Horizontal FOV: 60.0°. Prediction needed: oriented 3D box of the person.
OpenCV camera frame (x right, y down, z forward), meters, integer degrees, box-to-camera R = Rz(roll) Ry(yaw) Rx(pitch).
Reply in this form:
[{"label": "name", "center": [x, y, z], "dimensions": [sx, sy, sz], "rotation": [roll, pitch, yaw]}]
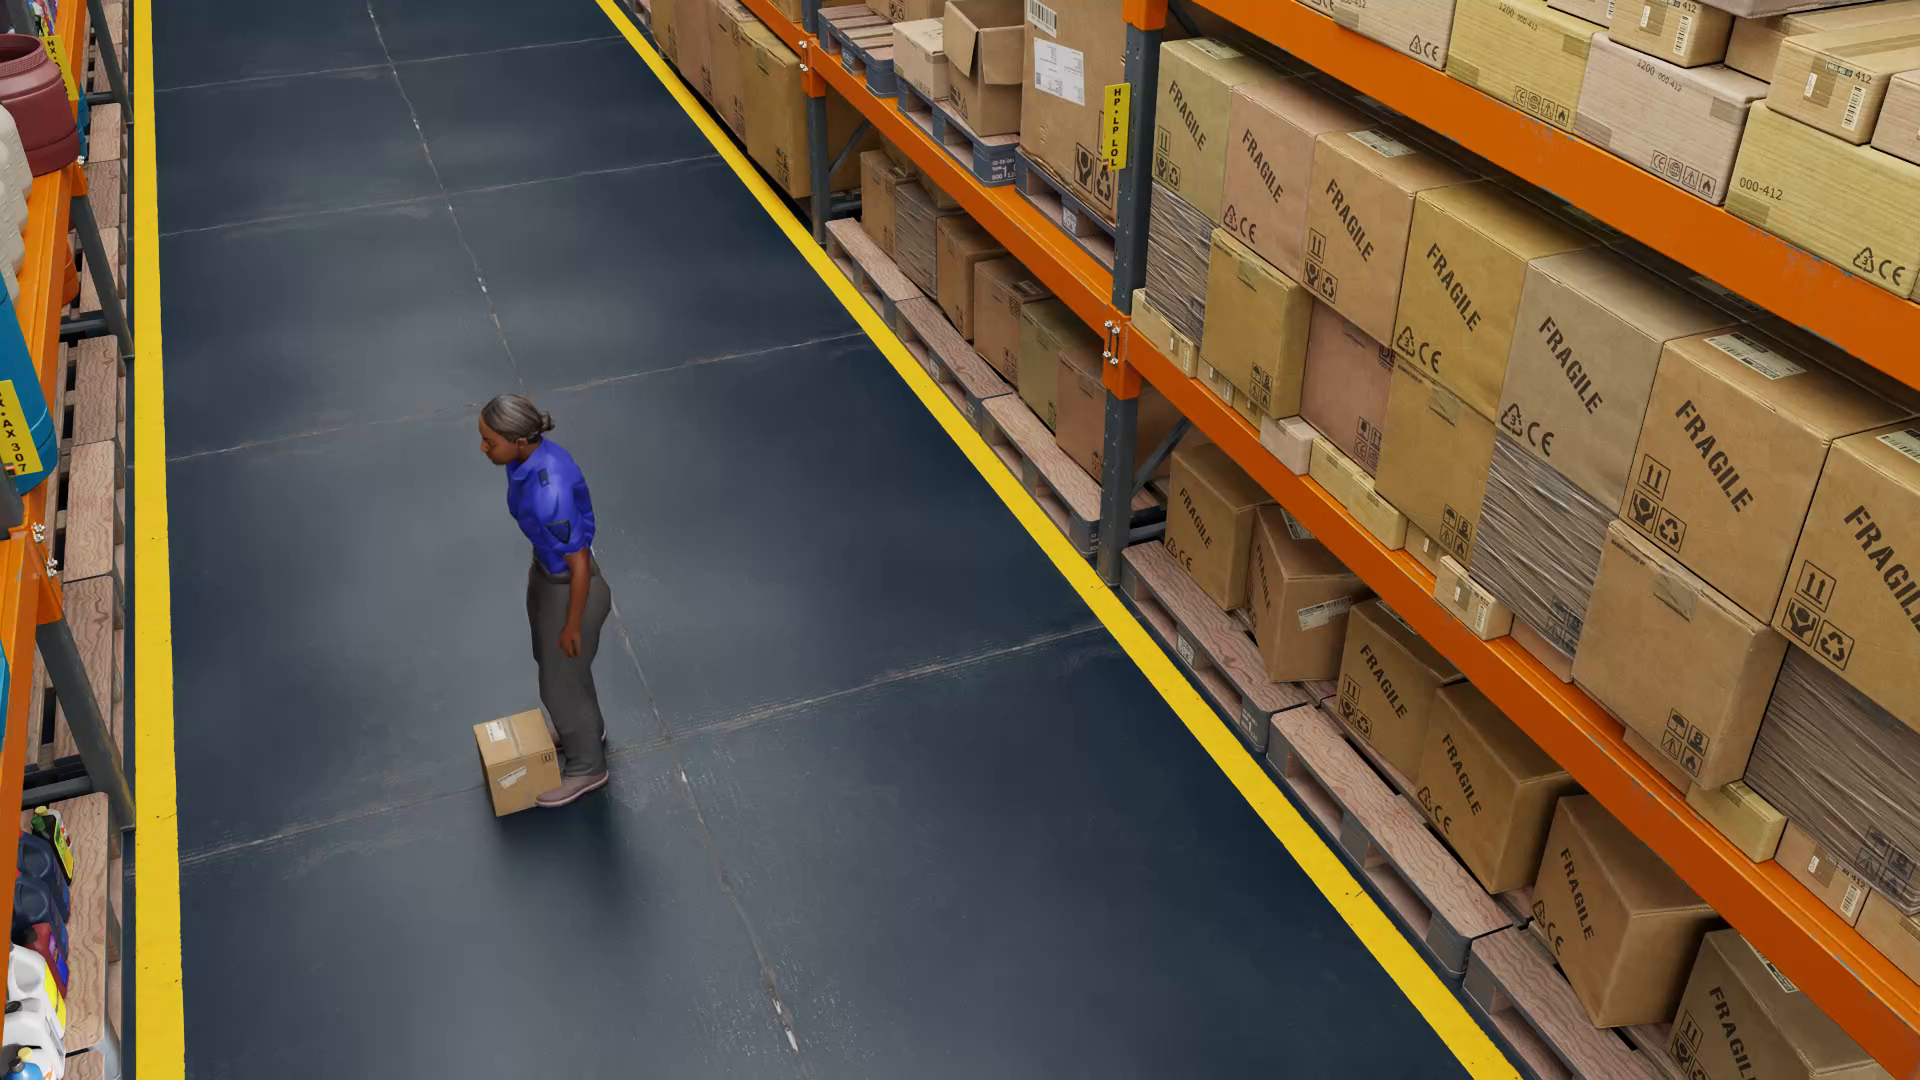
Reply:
[{"label": "person", "center": [-1.448, 0.191, 5.860], "dimensions": [0.402, 1.653, 0.519], "rotation": [-15, 36, -21]}]
